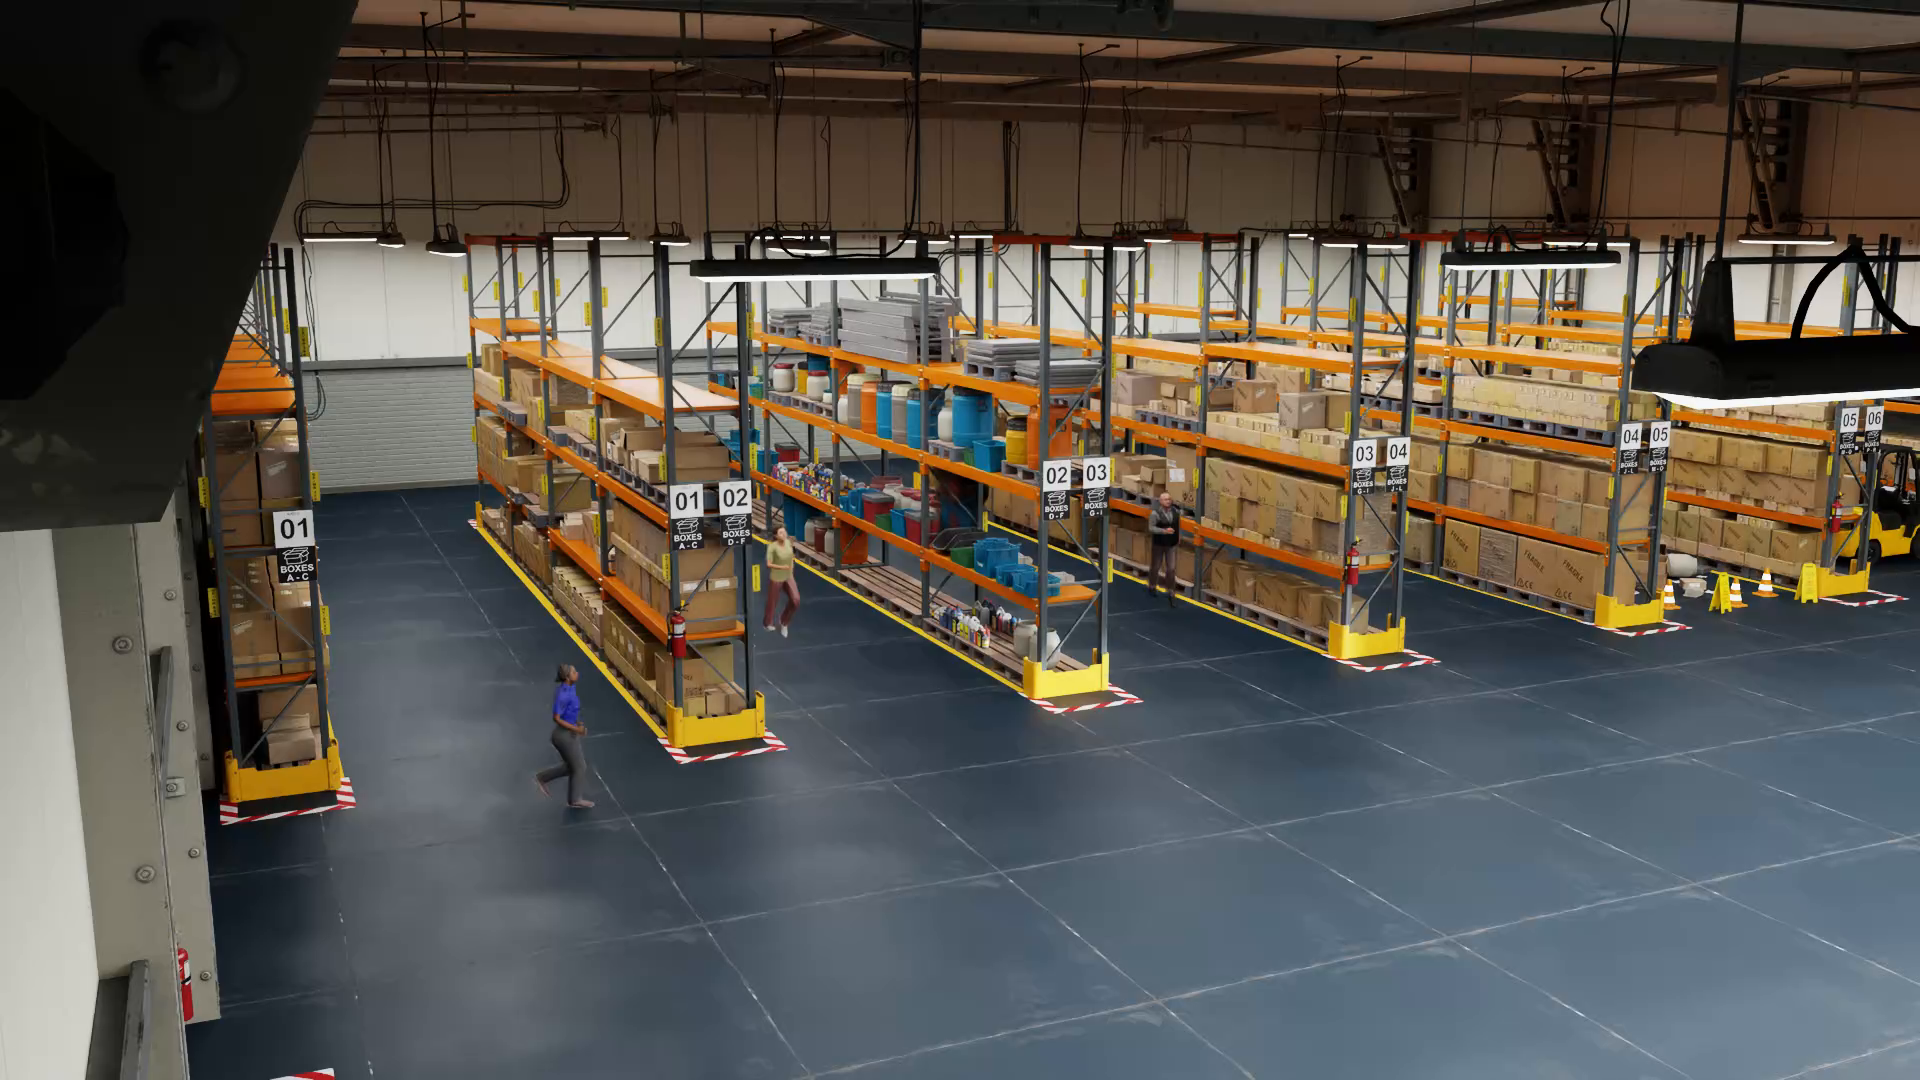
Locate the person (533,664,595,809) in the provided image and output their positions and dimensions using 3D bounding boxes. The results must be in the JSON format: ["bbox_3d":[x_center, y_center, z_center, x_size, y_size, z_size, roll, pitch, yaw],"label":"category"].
[{"bbox_3d":[-4.278,2.135,17.937,0.592,1.637,0.581,-2,11,-9],"label":"person"}]

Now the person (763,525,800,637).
[{"bbox_3d":[-2.592,0.593,24.231,0.573,1.681,0.780,-8,13,-34],"label":"person"}]

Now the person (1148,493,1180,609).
[{"bbox_3d":[3.255,0.150,26.388,0.645,1.830,0.812,-4,12,-18],"label":"person"}]

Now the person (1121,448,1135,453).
[{"bbox_3d":[3.666,-1.505,36.866,0.520,1.560,0.639,-6,13,-29],"label":"person"}]

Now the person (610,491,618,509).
[{"bbox_3d":[-6.917,-0.931,33.493,0.573,1.744,0.832,-6,13,-29],"label":"person"}]
